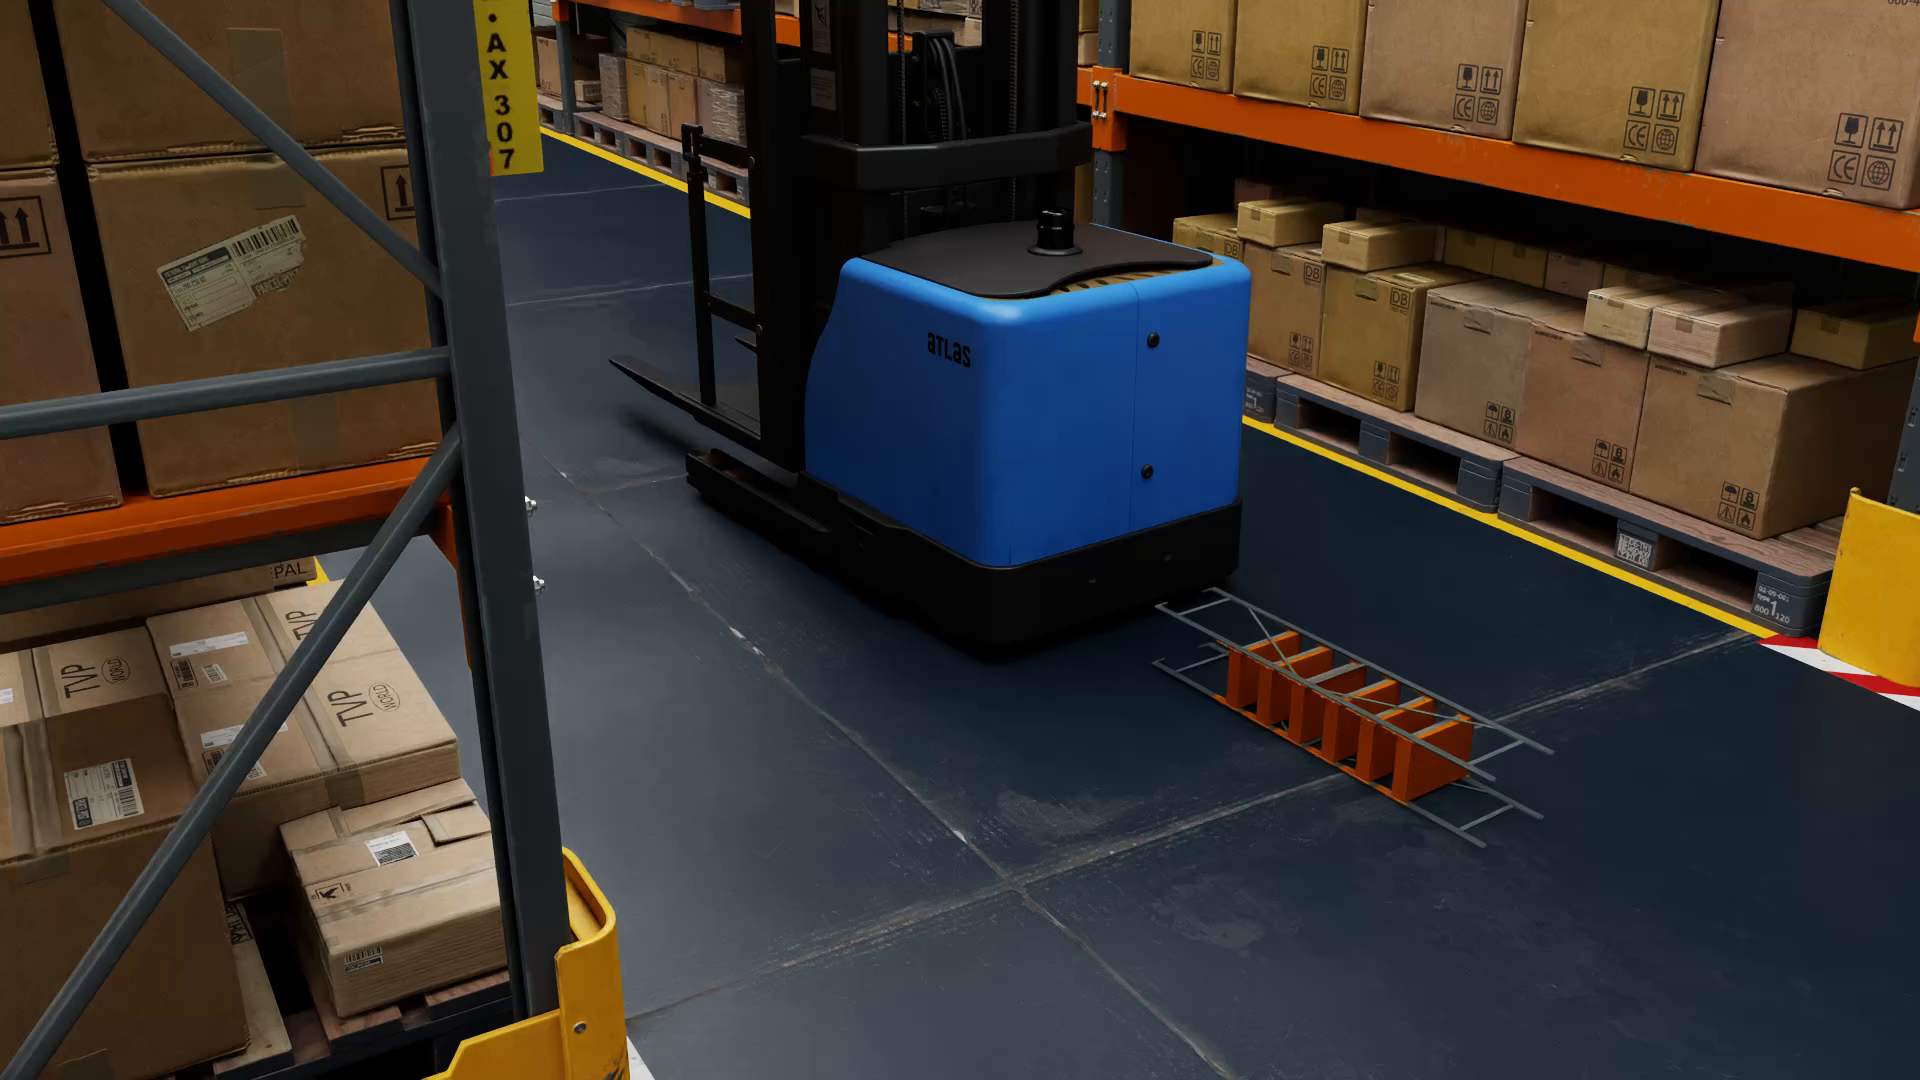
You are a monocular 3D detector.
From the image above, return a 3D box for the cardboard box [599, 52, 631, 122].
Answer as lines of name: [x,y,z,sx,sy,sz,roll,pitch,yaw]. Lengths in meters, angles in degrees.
cardboard box: [-2.604,-3.827,13.978,0.700,0.500,0.500,-12,25,-26]

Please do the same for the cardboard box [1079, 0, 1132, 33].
cardboard box: [0.640,-2.720,7.967,0.500,0.500,0.500,-13,26,-29]

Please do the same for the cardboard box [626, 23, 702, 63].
cardboard box: [-2.376,-4.032,13.487,0.500,0.250,0.500,-13,26,-29]

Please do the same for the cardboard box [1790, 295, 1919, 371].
cardboard box: [2.928,-0.674,5.386,0.380,0.149,0.250,-12,25,-28]

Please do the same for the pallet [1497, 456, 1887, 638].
pallet: [2.660,-0.083,5.736,1.003,0.211,1.213,-13,25,-28]

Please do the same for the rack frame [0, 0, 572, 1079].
rack frame: [-1.118,-0.178,2.266,0.949,2.616,0.053,-13,25,-28]

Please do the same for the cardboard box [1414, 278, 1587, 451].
cardboard box: [2.179,-0.700,6.312,0.700,0.500,0.500,-14,26,-30]

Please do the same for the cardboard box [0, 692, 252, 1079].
cardboard box: [-1.611,0.648,2.968,0.500,0.500,0.500,-13,25,-28]

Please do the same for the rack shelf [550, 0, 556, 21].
rack shelf: [-4.016,-5.330,15.896,1.077,0.370,4.000,-13,25,-28]

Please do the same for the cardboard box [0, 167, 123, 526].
cardboard box: [-1.584,-0.316,2.473,0.500,0.500,0.500,-12,25,-27]

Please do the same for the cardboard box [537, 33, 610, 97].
cardboard box: [-3.559,-4.390,15.364,0.500,0.500,0.500,-15,26,-32]

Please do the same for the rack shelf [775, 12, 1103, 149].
rack shelf: [0.071,-2.740,9.525,1.077,0.370,4.000,-13,25,-28]

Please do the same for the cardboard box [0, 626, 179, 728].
cardboard box: [-2.070,0.451,3.786,0.500,0.250,0.500,-13,25,-28]

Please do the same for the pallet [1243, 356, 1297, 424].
pallet: [1.414,-0.873,7.679,1.003,0.211,1.213,-13,25,-28]

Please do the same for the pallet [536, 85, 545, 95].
pallet: [-3.995,-4.330,16.184,1.003,0.211,1.213,-13,25,-28]

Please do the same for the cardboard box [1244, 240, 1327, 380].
cardboard box: [1.640,-1.038,7.143,0.700,0.500,0.500,-13,25,-29]

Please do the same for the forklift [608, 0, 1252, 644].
forklift: [-0.362,-1.548,5.729,1.130,2.935,3.031,-15,27,-33]

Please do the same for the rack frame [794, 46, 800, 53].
rack frame: [-0.951,-3.721,10.982,1.000,3.000,0.127,-13,25,-28]

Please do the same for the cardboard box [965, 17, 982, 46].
cardboard box: [0.248,-2.618,8.576,0.380,0.149,0.250,-13,25,-28]

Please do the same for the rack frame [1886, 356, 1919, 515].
rack frame: [3.136,-1.131,4.611,1.000,3.000,0.127,-13,25,-28]

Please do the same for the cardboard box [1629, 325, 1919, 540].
cardboard box: [2.692,-0.375,5.513,0.700,0.500,0.500,-13,25,-28]

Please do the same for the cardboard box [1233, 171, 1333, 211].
cardboard box: [1.483,-1.587,7.632,0.380,0.149,0.250,-13,25,-29]

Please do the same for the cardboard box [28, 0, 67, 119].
cardboard box: [-1.395,-1.049,2.948,0.500,0.500,0.500,-12,25,-28]

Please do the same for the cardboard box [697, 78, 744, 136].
cardboard box: [-1.527,-3.179,12.384,0.700,0.500,0.500,-13,25,-28]

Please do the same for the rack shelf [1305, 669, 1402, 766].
rack shelf: [1.048,0.464,4.411,0.258,0.180,0.103,-15,27,-32]

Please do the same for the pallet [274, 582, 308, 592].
pallet: [-2.187,0.438,4.455,1.003,0.211,1.213,-13,25,-28]

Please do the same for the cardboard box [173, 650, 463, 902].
cardboard box: [-1.410,0.500,3.664,0.500,0.250,0.500,-13,25,-28]

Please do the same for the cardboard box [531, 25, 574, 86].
cardboard box: [-4.138,-4.684,16.086,0.700,0.500,0.500,-14,26,-32]

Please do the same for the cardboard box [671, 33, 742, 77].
cardboard box: [-1.868,-3.699,12.669,0.500,0.250,0.500,-13,25,-28]

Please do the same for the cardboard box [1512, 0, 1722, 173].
cardboard box: [2.485,-1.667,5.530,0.980,0.700,0.700,-13,25,-29]

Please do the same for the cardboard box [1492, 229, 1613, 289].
cardboard box: [2.279,-1.084,6.395,0.380,0.149,0.250,-12,25,-28]

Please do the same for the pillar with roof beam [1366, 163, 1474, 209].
pillar with roof beam: [-1.507,-4.317,4.482,9.100,9.000,0.400,-13,25,-28]

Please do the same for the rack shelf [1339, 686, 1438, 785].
rack shelf: [1.117,0.502,4.320,0.258,0.180,0.103,-15,27,-32]

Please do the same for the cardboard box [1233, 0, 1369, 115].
cardboard box: [1.724,-2.149,6.717,0.980,0.700,0.700,-13,26,-30]

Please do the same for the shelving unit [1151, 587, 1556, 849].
shelving unit: [1.005,0.440,4.468,0.258,0.189,1.200,-15,27,-32]

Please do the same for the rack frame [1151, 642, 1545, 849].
rack frame: [1.005,0.525,4.503,0.240,0.006,1.200,-15,27,-32]

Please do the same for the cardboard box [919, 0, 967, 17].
cardboard box: [0.121,-3.048,8.772,0.500,0.500,0.500,-13,25,-28]

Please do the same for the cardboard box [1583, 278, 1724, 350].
cardboard box: [2.339,-0.765,5.610,0.380,0.149,0.250,-12,25,-27]

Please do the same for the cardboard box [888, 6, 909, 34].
cardboard box: [-0.189,-2.968,9.438,0.380,0.149,0.250,-12,25,-28]

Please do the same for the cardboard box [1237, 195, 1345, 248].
cardboard box: [1.404,-1.355,7.063,0.380,0.149,0.250,-12,25,-26]

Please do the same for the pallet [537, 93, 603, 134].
pallet: [-3.368,-3.935,15.211,1.003,0.211,1.213,-13,25,-28]

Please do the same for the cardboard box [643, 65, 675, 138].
cardboard box: [-2.071,-3.496,13.164,0.700,0.500,0.500,-12,25,-28]

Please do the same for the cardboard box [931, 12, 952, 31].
cardboard box: [0.065,-2.794,9.008,0.380,0.149,0.250,-13,26,-30]

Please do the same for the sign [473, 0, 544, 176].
sign: [-0.655,-0.683,2.358,0.100,0.325,0.005,-13,25,-28]

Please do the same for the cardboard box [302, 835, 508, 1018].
cardboard box: [-1.040,0.738,3.214,0.380,0.149,0.250,-13,25,-28]

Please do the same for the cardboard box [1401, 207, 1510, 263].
cardboard box: [2.017,-1.249,6.802,0.380,0.149,0.250,-12,25,-28]

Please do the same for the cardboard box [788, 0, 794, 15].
cardboard box: [-0.861,-3.379,10.449,0.380,0.149,0.250,-12,25,-28]

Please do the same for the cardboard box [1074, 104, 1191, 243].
cardboard box: [0.649,-1.810,8.579,0.750,0.750,0.750,-12,25,-28]

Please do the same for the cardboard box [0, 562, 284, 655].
cardboard box: [-2.200,0.088,4.343,0.797,0.503,0.637,-13,25,-28]

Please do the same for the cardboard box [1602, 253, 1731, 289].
cardboard box: [2.541,-0.919,5.988,0.380,0.149,0.250,-12,25,-28]

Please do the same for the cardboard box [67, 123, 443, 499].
cardboard box: [-1.121,-0.418,2.723,0.500,0.500,0.500,-12,25,-27]

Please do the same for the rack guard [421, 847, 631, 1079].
rack guard: [-1.160,0.956,2.795,1.175,0.500,0.348,-13,25,-28]

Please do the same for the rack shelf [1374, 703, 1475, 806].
rack shelf: [1.186,0.539,4.230,0.258,0.180,0.103,-15,27,-32]

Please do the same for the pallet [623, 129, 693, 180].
pallet: [-1.968,-3.077,13.101,1.003,0.211,1.213,-13,25,-28]
